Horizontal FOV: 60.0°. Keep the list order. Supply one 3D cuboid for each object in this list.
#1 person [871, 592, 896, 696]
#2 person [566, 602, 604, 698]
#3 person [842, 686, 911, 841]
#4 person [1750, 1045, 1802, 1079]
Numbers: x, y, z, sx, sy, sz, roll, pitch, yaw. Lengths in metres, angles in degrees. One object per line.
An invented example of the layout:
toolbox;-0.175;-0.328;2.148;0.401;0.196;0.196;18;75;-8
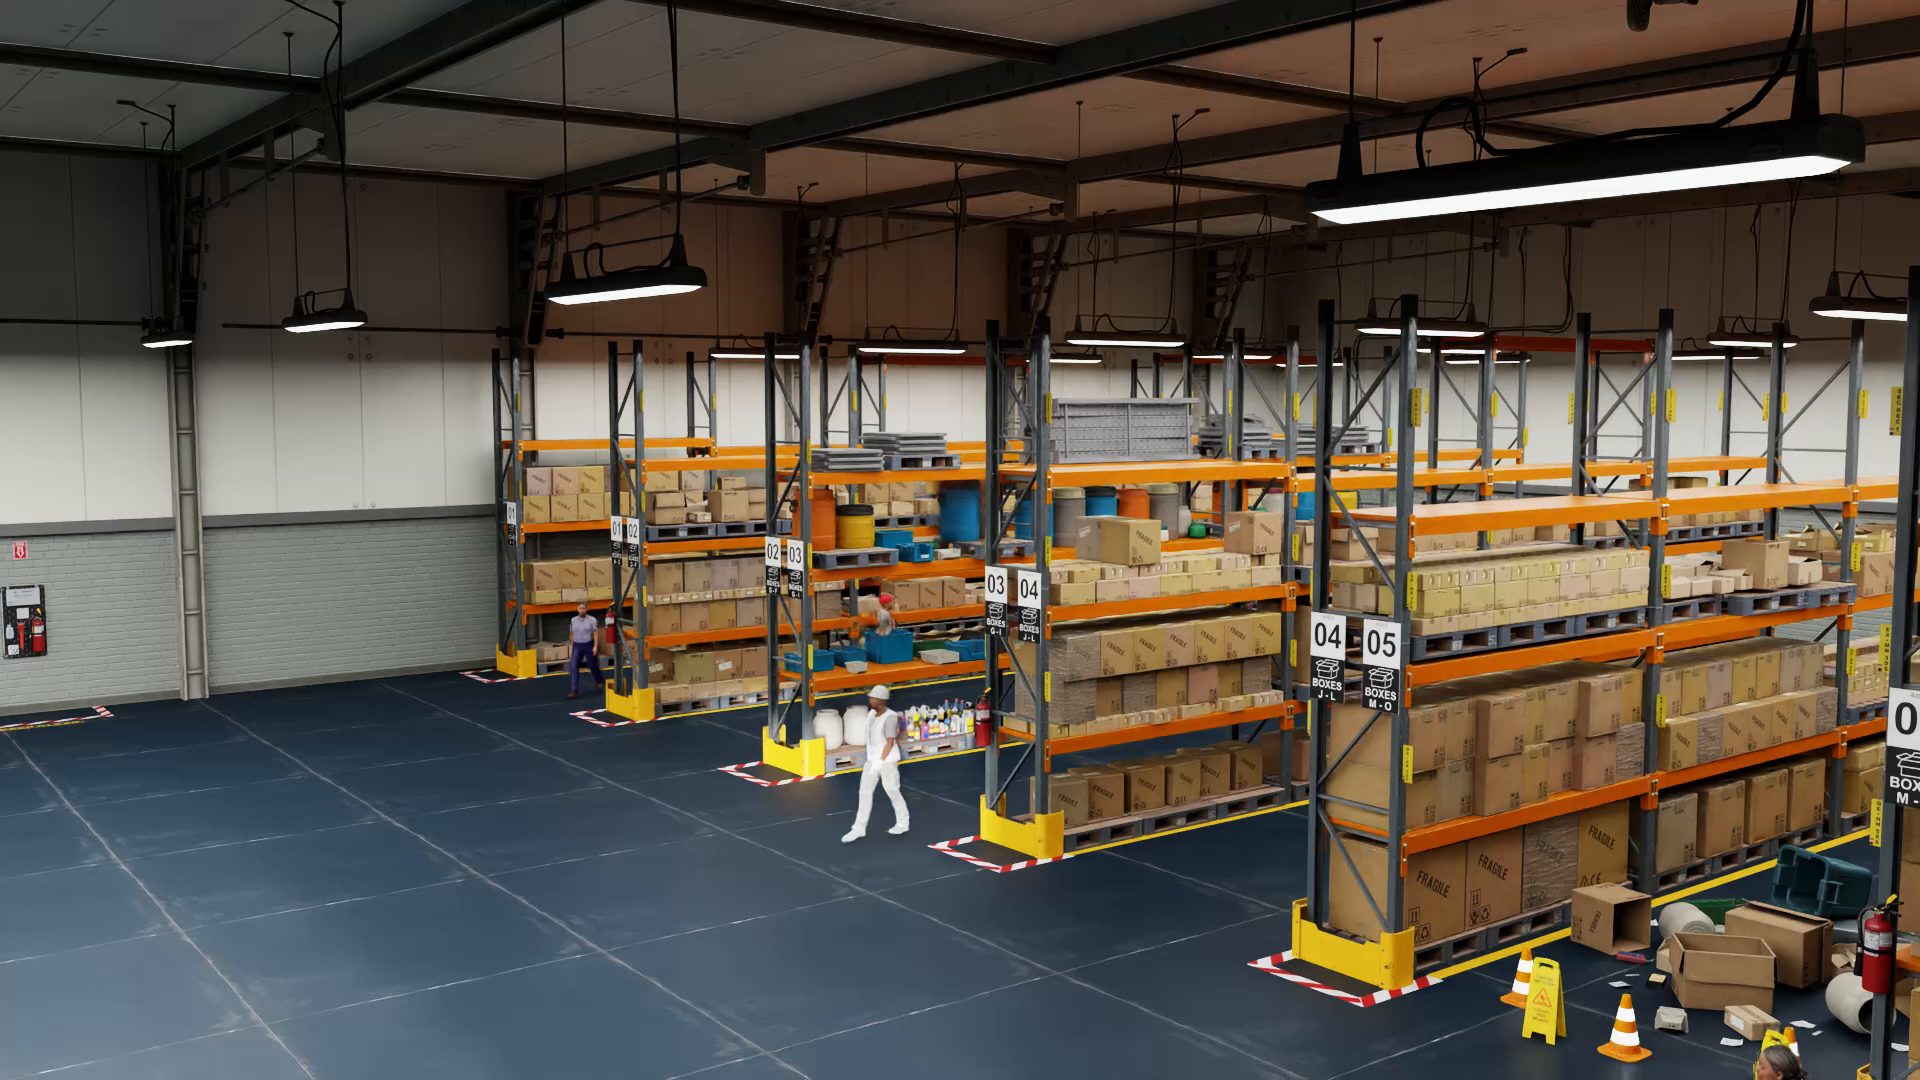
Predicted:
person;-1.237;1.707;27.478;0.522;1.699;0.555;-2;5;-23
person;-6.444;1.852;28.485;0.569;1.592;1.008;1;5;13
person;-0.984;2.575;19.307;0.870;1.759;0.572;-4;6;-36
person;4.474;3.544;9.138;1.078;1.588;0.536;0;5;-1
